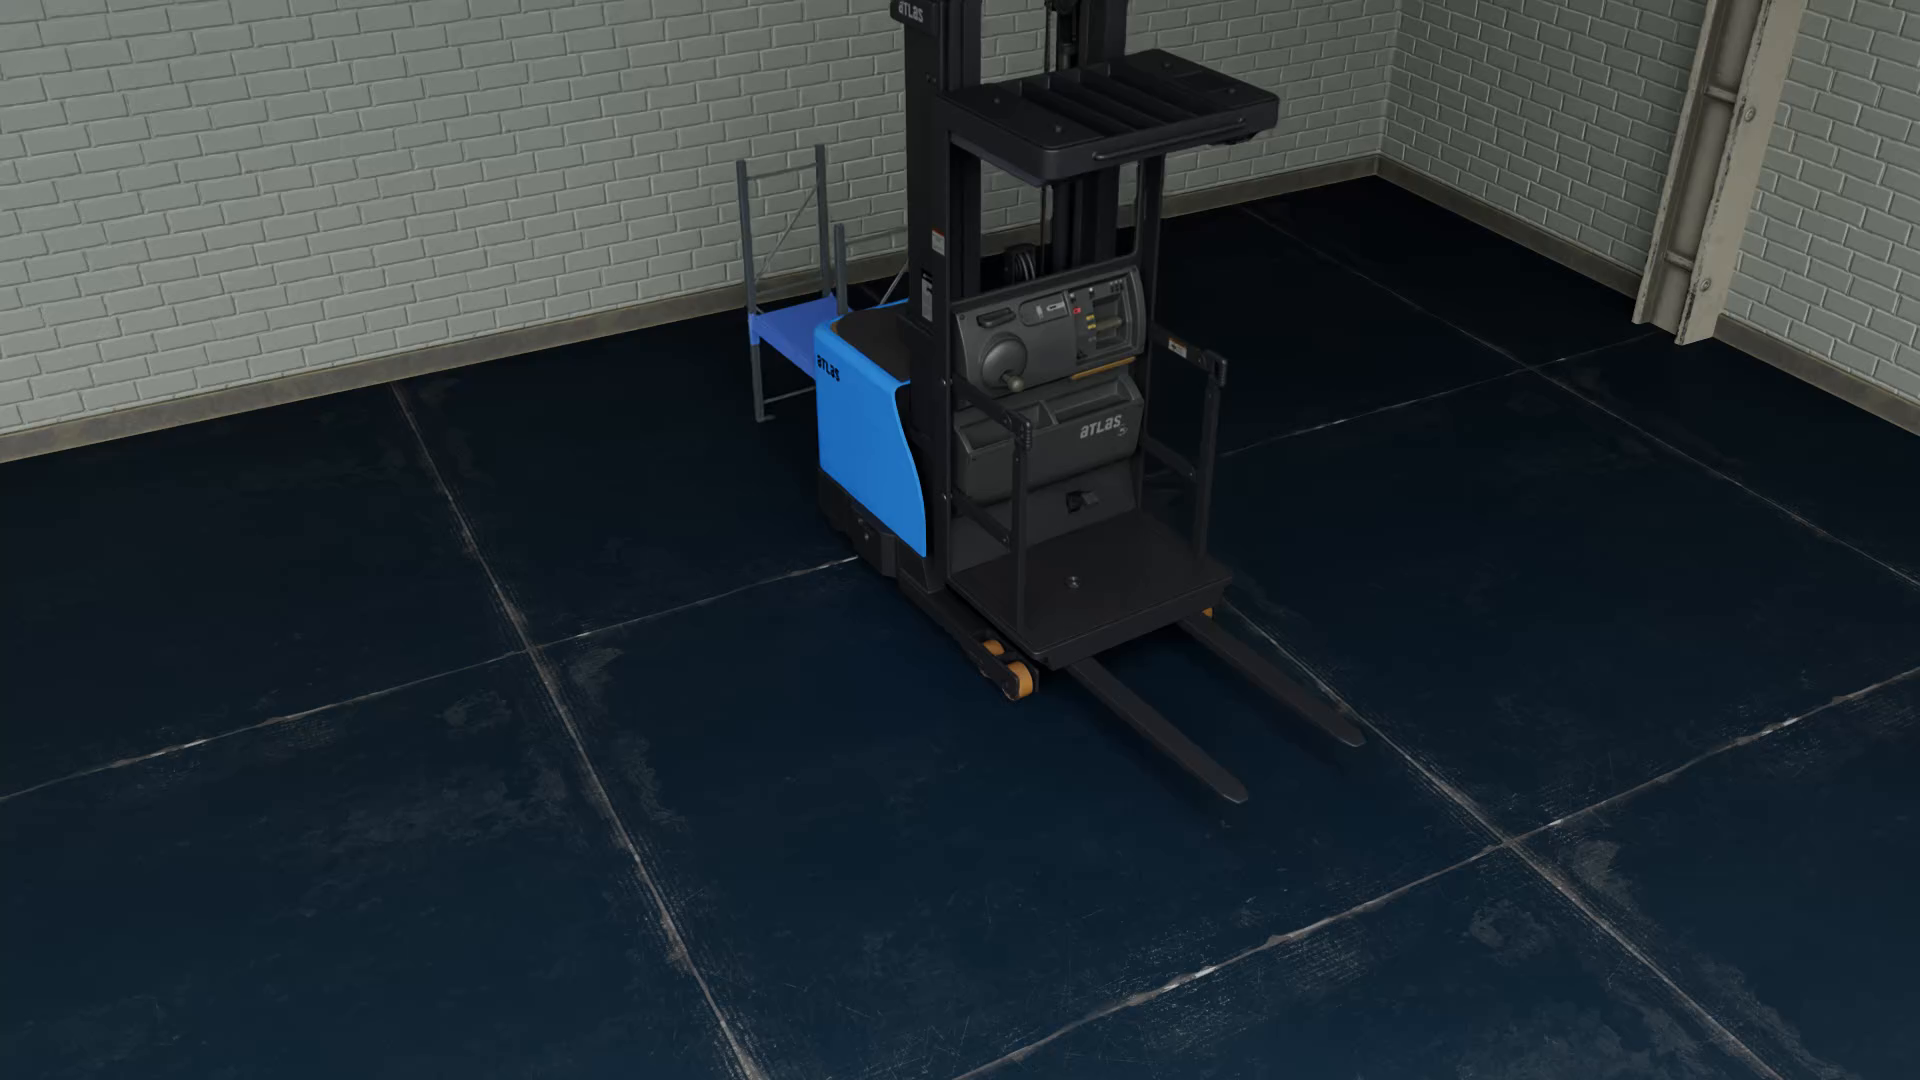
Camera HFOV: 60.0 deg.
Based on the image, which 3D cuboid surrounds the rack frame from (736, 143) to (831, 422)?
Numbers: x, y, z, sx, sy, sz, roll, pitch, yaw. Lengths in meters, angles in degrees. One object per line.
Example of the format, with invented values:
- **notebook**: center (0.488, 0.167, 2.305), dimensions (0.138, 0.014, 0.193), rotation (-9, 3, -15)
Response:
- **rack frame**: center (-0.926, -1.369, 8.997), dimensions (0.500, 1.500, 0.032), rotation (-19, 37, -27)

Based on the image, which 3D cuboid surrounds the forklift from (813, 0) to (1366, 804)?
- **forklift**: center (0.509, -0.835, 6.837), dimensions (1.130, 2.935, 3.031), rotation (-19, 37, -27)

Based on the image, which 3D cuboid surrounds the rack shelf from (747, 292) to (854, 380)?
- **rack shelf**: center (-0.650, -0.987, 8.734), dimensions (0.538, 0.185, 1.000), rotation (-19, 37, -27)

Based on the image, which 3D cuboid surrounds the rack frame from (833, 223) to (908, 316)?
- **rack frame**: center (-0.374, -0.909, 8.278), dimensions (0.500, 1.500, 0.032), rotation (-19, 37, -27)

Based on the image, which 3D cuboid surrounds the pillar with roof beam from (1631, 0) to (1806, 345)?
- **pillar with roof beam**: center (0.609, -4.019, 6.181), dimensions (9.100, 9.000, 0.400), rotation (-16, 36, -23)

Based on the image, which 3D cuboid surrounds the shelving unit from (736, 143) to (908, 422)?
- **shelving unit**: center (-0.650, -1.139, 8.637), dimensions (0.538, 1.500, 1.048), rotation (-19, 37, -27)
